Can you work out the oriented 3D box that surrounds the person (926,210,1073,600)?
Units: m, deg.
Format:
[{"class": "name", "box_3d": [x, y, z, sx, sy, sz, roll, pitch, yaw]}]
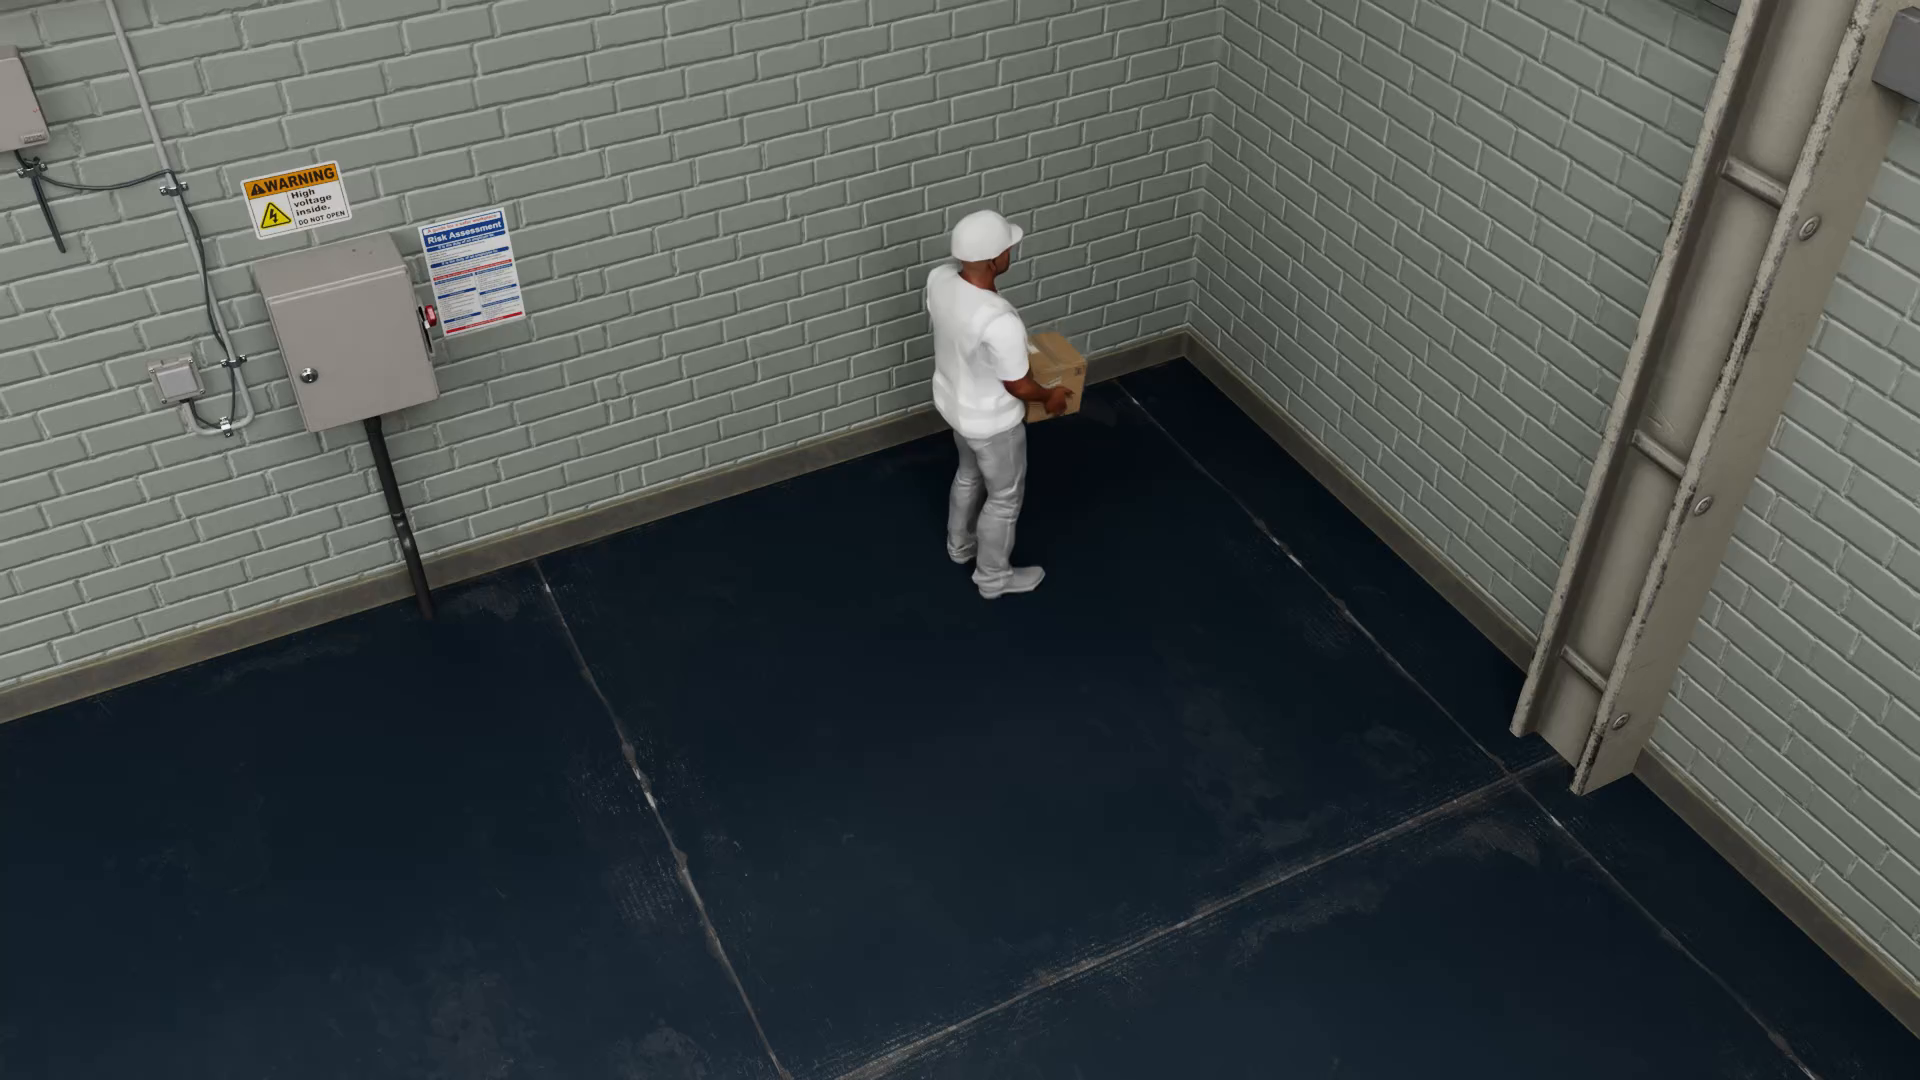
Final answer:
[{"class": "person", "box_3d": [0.161, -0.567, 6.790, 0.532, 1.769, 0.553, -19, 45, -21]}]
